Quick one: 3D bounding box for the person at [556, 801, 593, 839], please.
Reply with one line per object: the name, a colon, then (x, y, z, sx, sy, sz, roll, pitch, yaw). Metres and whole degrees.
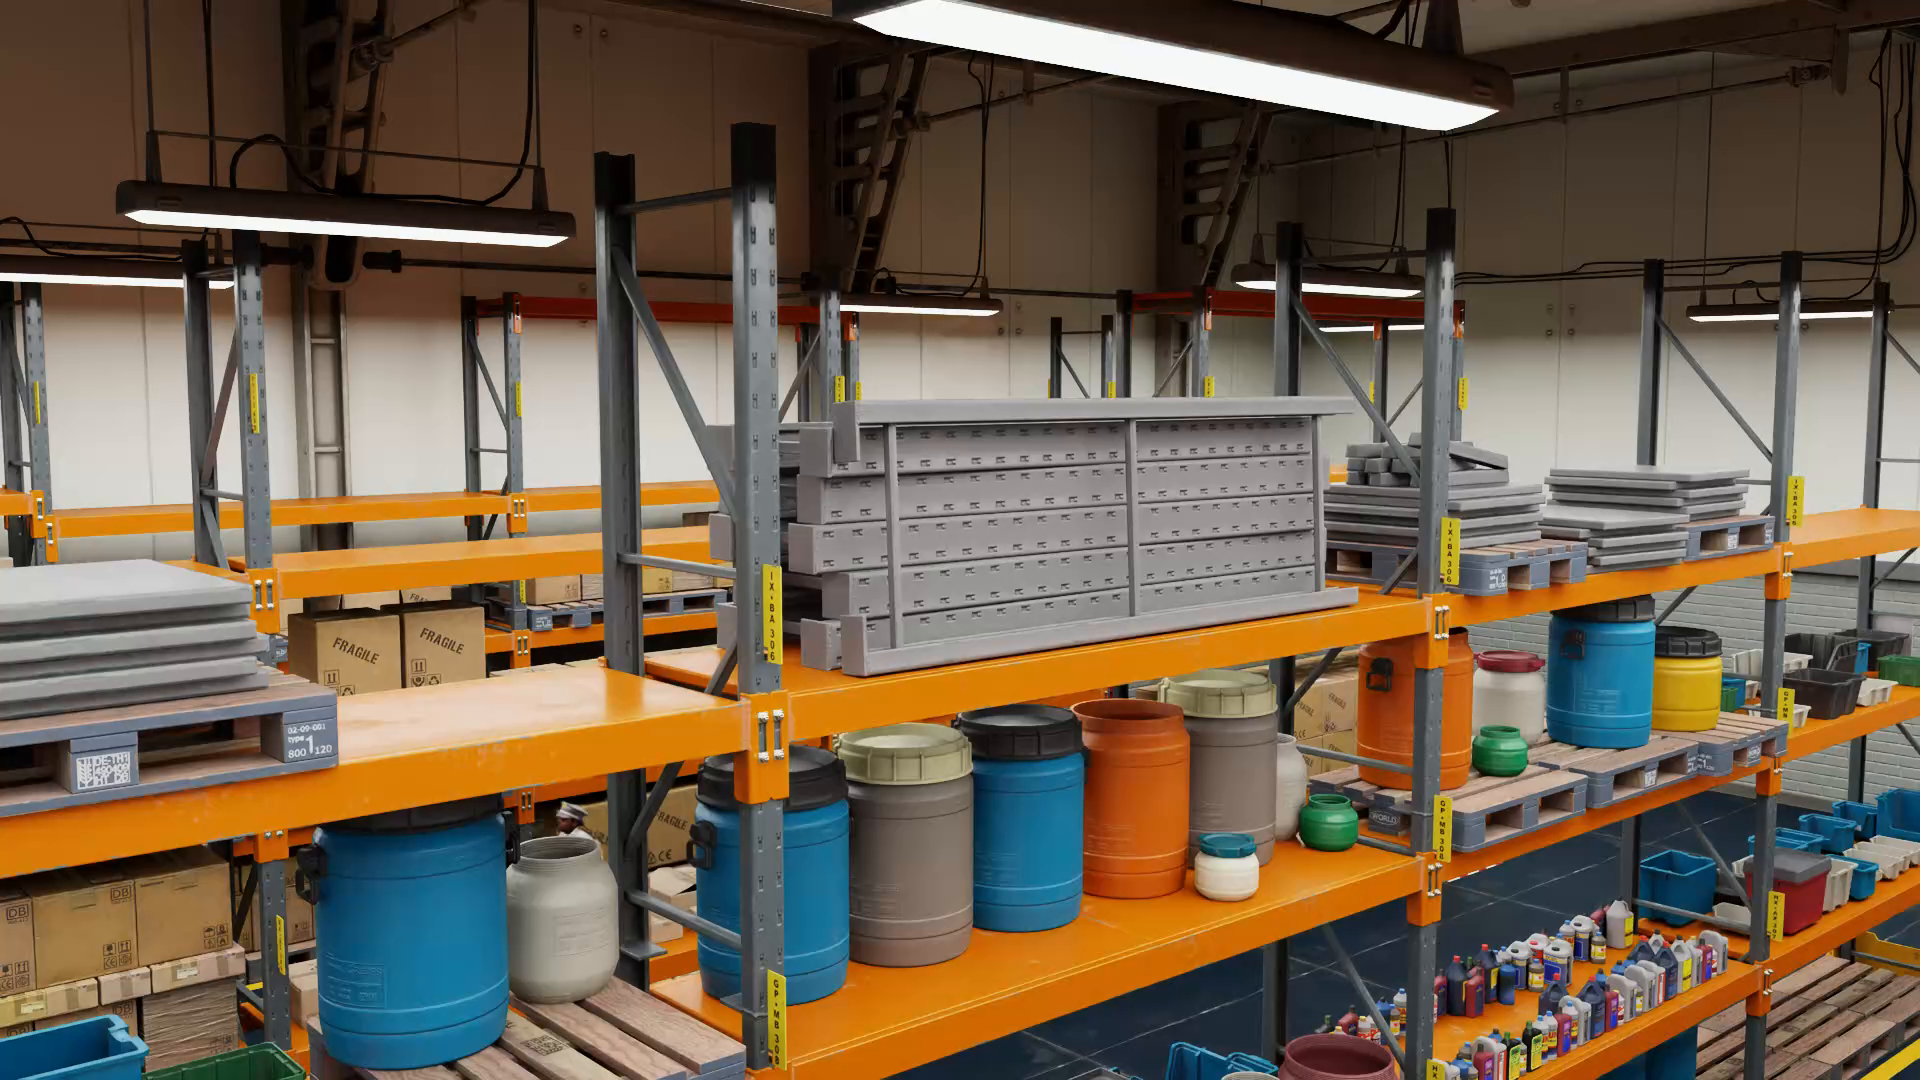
person: (-3.289, 3.008, 14.086, 0.578, 1.654, 0.578, 5, 7, 43)
